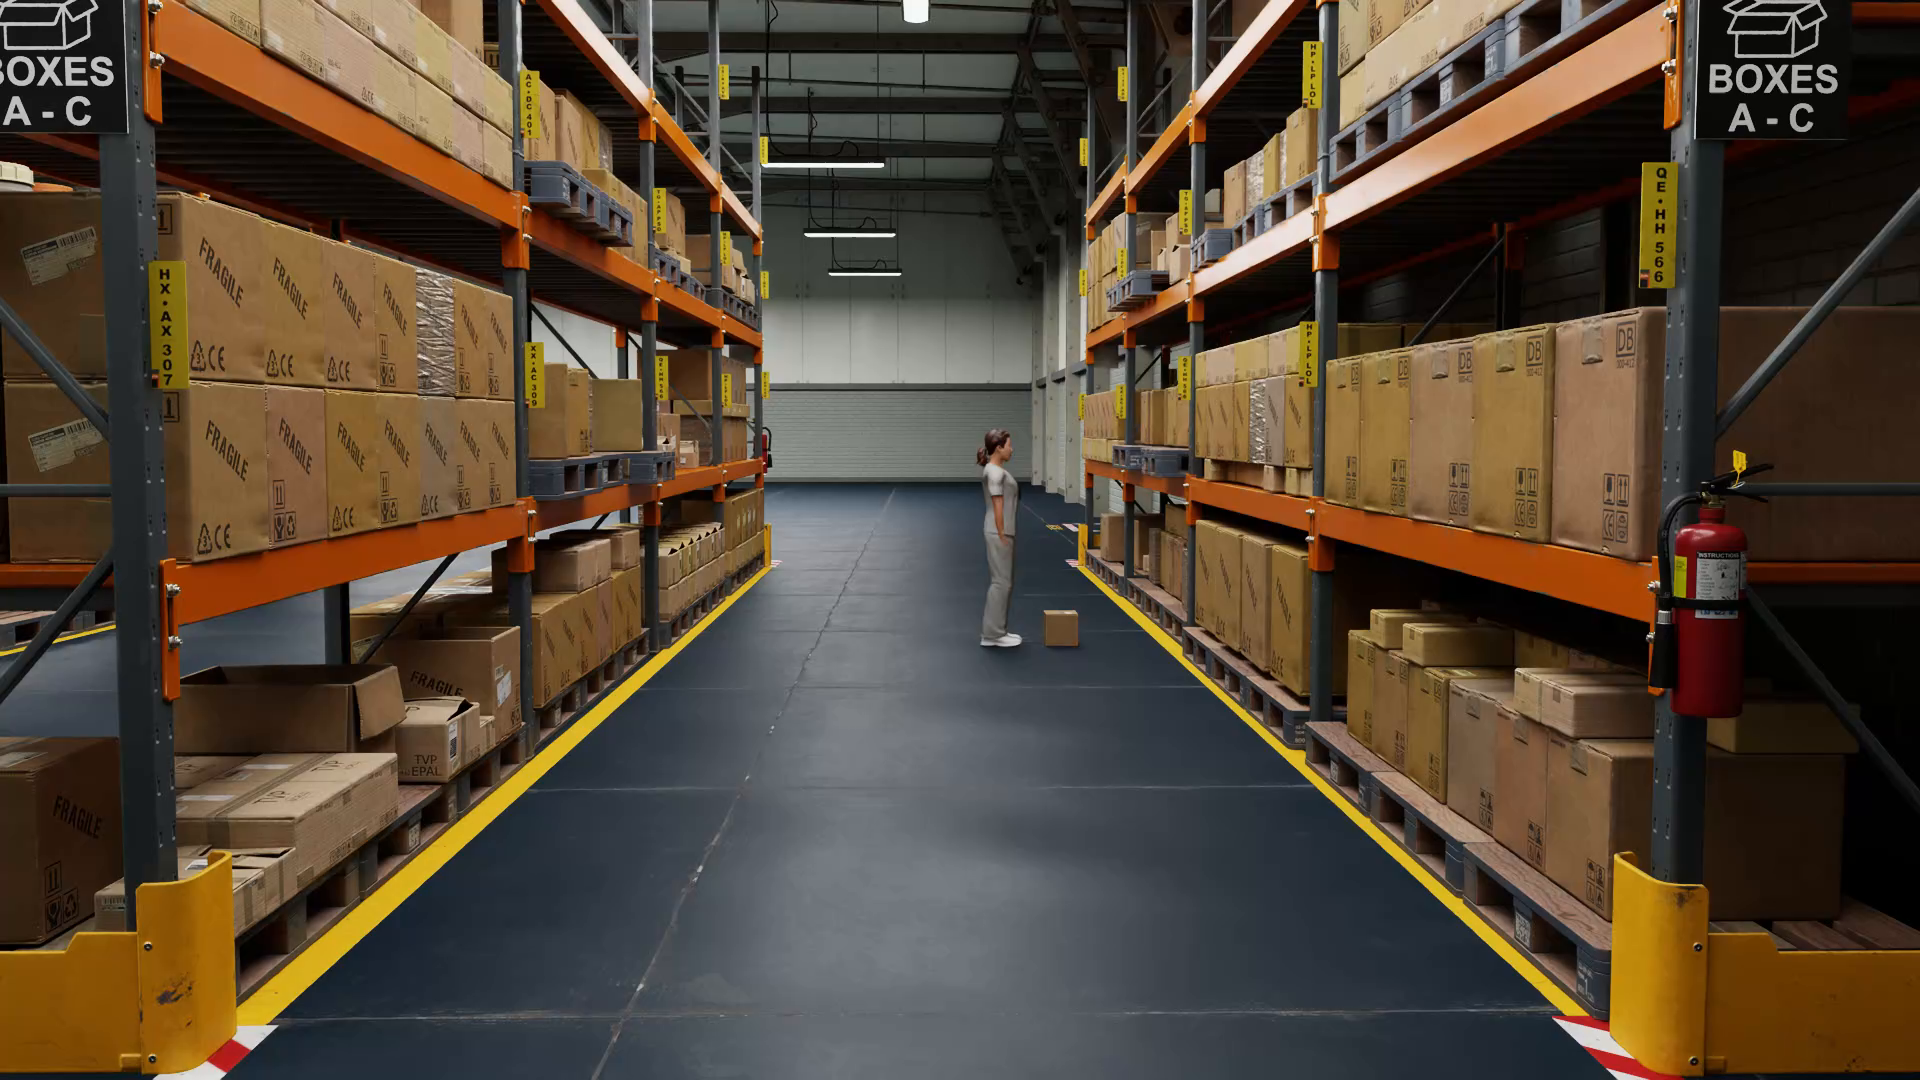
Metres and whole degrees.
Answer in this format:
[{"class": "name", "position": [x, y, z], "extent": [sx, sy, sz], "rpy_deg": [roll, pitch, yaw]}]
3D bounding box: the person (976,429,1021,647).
[{"class": "person", "position": [0.302, -0.022, 12.846], "extent": [0.349, 1.670, 0.437], "rpy_deg": [0, 4, 0]}]
